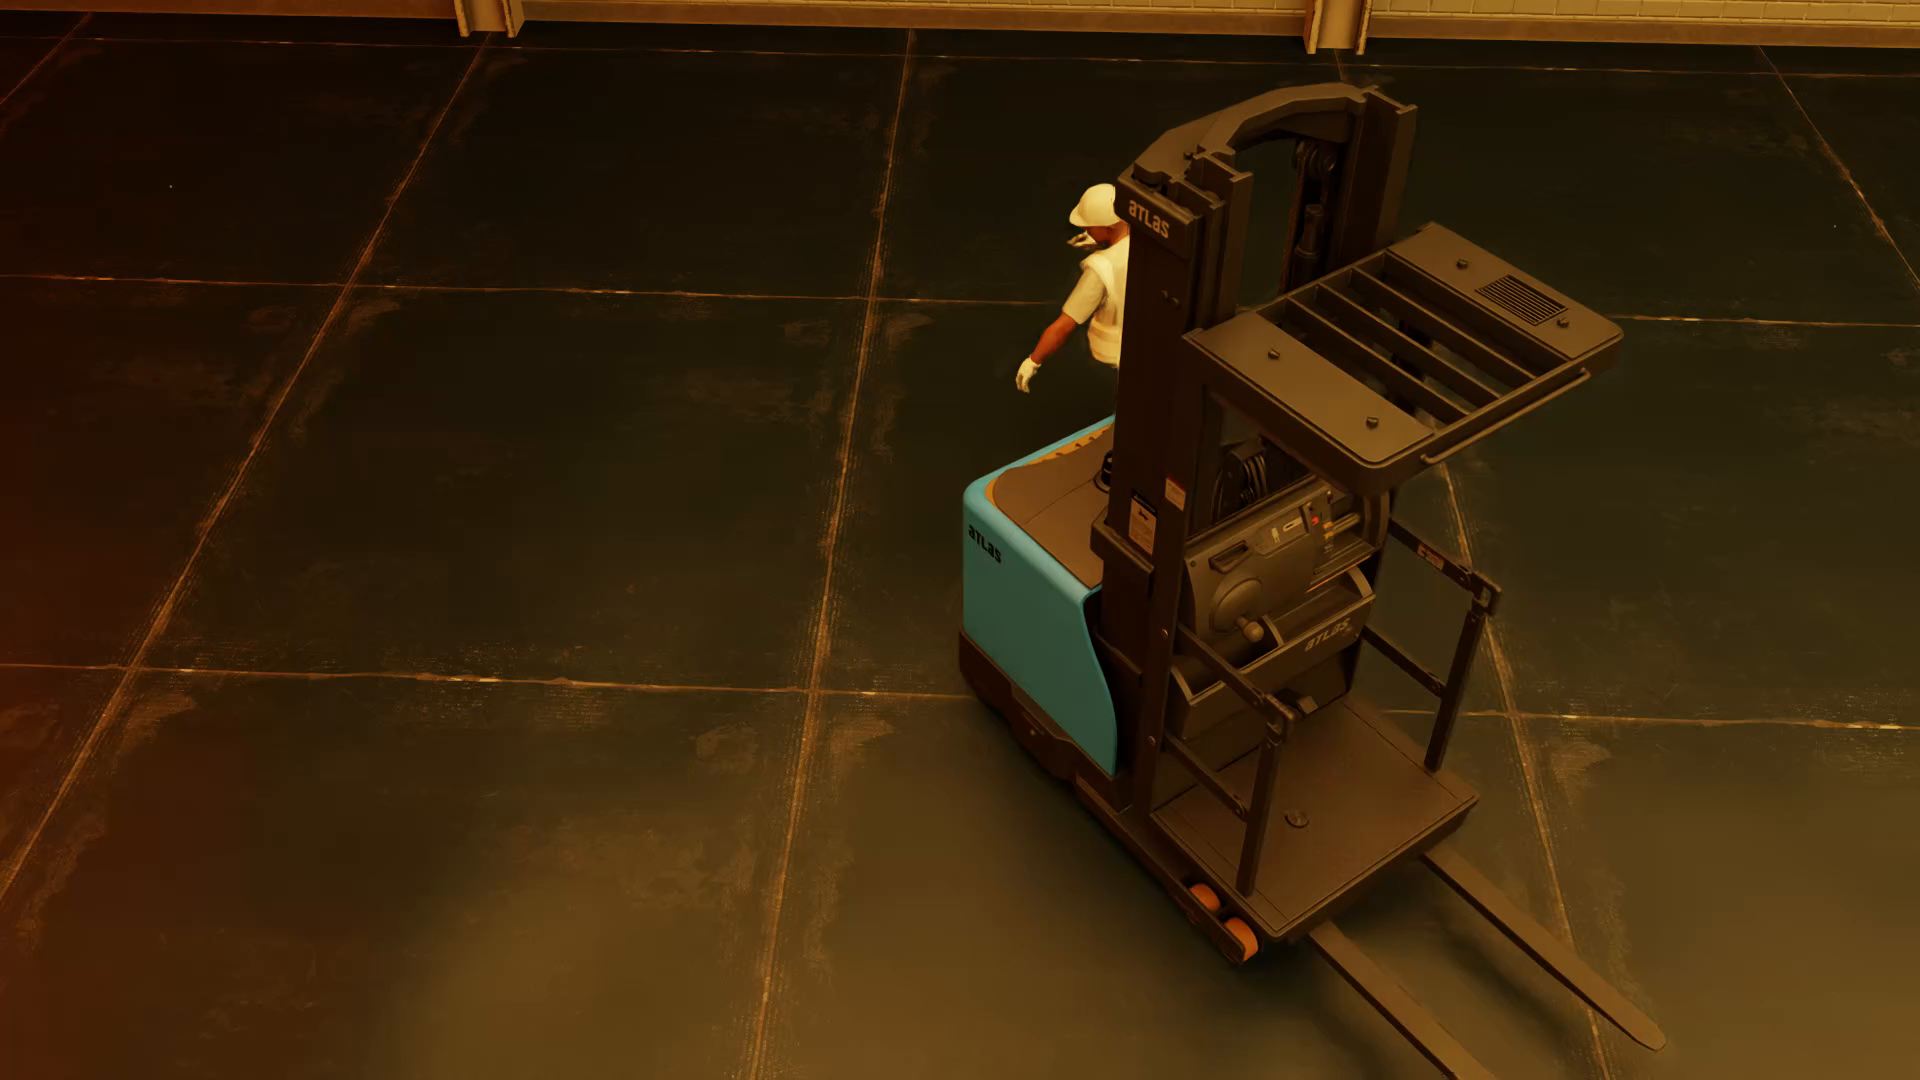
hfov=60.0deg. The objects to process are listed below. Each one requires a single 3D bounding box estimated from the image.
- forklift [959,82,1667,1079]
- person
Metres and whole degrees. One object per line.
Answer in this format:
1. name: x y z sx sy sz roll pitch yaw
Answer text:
1. forklift: 1.267 0.110 5.621 1.130 2.935 3.031 -26 48 -26
2. person: 0.686 -0.982 7.904 0.697 1.543 0.939 12 44 12
